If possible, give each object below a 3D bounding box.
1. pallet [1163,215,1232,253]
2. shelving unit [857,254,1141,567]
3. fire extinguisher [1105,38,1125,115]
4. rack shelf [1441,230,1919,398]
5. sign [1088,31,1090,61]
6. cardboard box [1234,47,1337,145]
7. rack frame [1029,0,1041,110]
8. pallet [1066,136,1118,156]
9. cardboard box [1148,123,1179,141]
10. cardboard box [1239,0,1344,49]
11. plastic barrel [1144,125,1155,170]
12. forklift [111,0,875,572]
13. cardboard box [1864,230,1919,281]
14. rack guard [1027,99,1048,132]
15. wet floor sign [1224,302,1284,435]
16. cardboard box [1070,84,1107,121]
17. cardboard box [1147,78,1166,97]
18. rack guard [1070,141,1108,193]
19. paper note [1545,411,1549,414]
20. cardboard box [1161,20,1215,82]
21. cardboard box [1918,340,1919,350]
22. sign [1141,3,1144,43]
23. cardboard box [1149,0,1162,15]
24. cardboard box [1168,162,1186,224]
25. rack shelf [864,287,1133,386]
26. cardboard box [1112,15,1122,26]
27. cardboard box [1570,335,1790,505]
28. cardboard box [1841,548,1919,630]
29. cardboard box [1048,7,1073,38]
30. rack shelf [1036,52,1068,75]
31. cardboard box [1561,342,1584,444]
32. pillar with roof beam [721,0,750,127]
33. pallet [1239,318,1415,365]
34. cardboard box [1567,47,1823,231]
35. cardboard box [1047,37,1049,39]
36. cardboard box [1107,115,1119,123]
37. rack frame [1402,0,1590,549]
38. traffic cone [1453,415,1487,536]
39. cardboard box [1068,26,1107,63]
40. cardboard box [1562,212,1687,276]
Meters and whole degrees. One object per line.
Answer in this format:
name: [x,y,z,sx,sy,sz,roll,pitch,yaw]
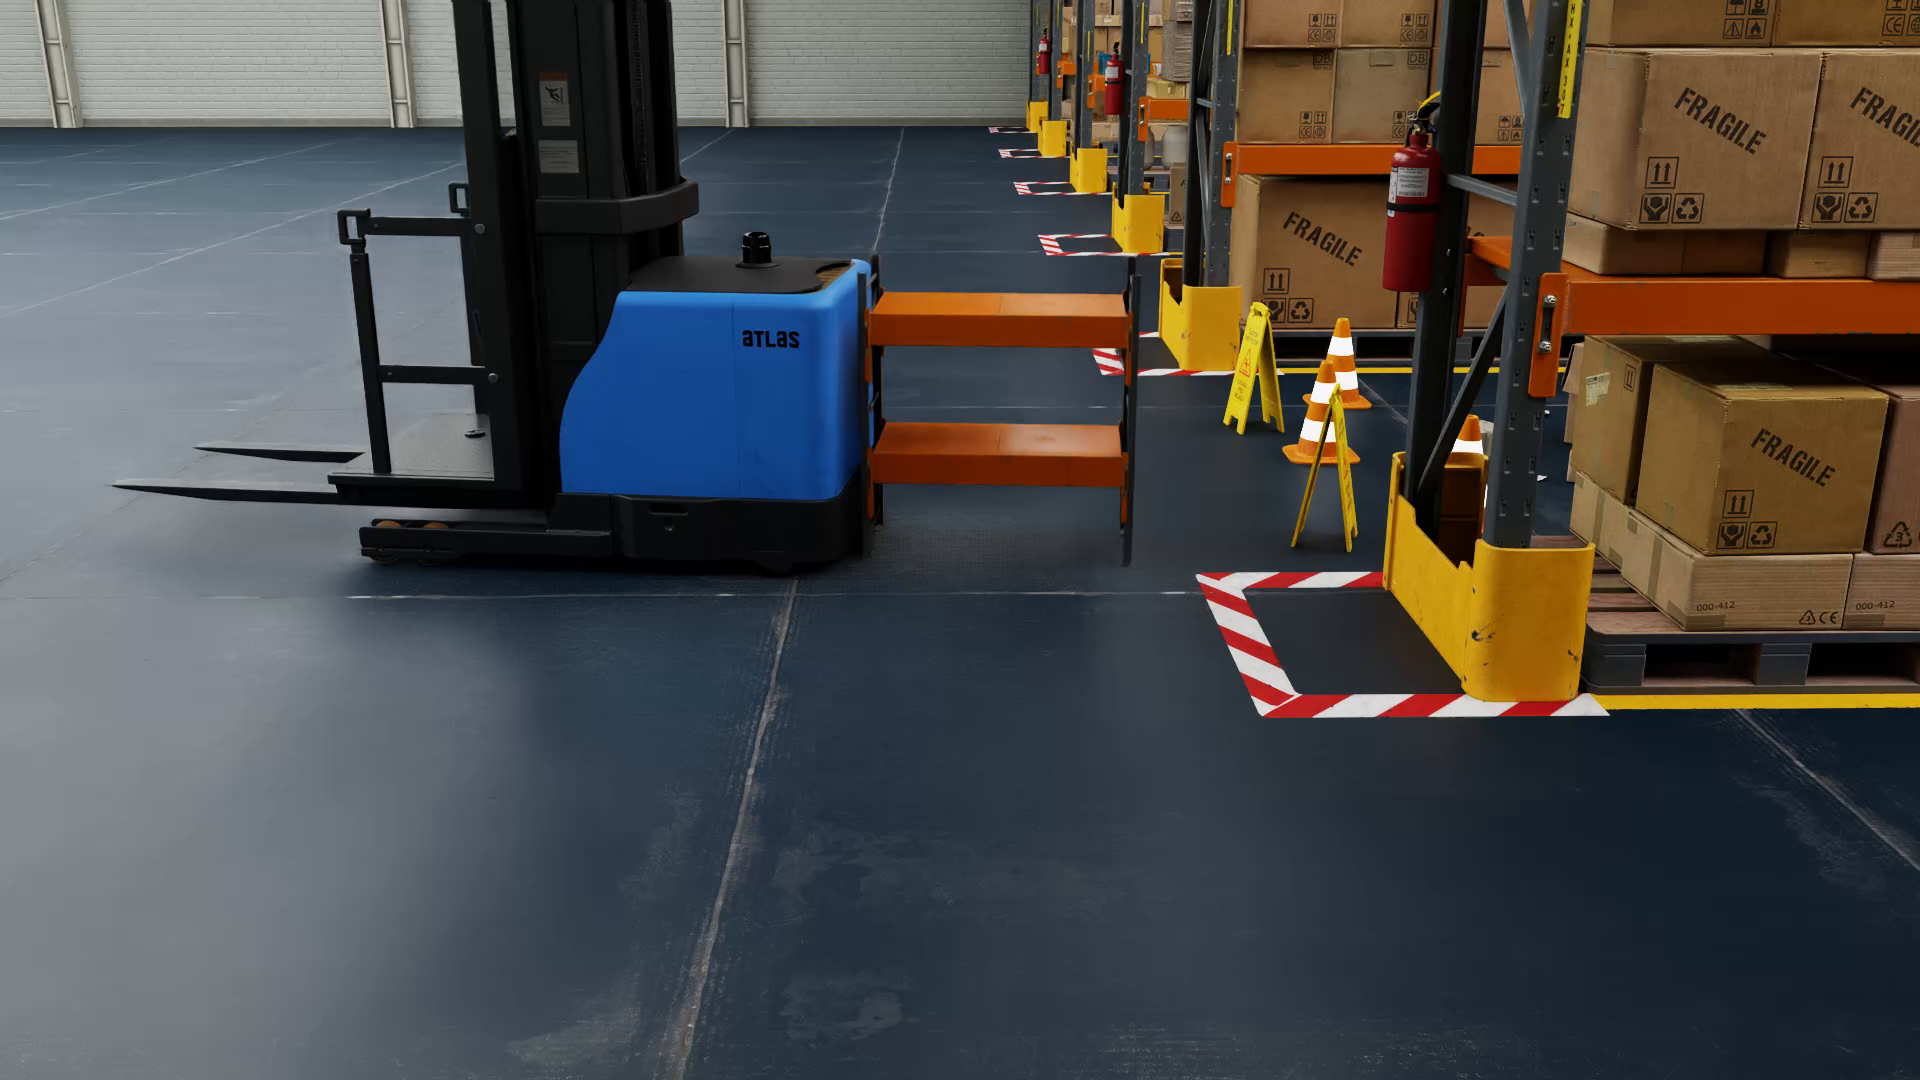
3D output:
pallet: [2.423,-2.793,15.128,1.213,0.211,1.003,0,18,-1]
shelving unit: [0.157,-0.519,6.544,1.048,1.125,0.538,1,18,3]
fire extinguisher: [1.412,-4.230,15.171,0.183,0.674,0.296,0,18,-1]
rack shelf: [3.690,-0.768,5.427,4.000,0.370,1.077,0,18,-1]
sign: [1.460,-5.604,18.872,0.005,0.325,0.100,0,18,-1]
cardboard box: [1.881,-2.699,10.025,0.550,0.550,0.875,0,18,-1]
rack frame: [1.299,-8.666,28.871,0.127,3.000,1.000,0,18,-1]
pallet: [2.145,-5.841,24.632,1.213,0.211,1.003,0,18,-1]
cardboard box: [2.921,-5.984,24.325,0.500,0.250,0.500,0,18,-1]
cardboard box: [1.883,-3.187,9.780,0.550,0.550,0.875,0,18,-1]
plastic barrel: [2.112,-4.682,19.837,0.421,0.512,0.421,0,18,0]
forklift: [-1.897,-1.452,6.494,3.031,2.935,1.130,2,18,7]
cardboard box: [2.806,-0.888,5.038,0.250,0.149,0.380,0,18,0]
rack guard: [1.375,-7.476,29.254,0.348,0.500,1.175,0,18,-1]
wet floor sign: [1.513,-0.886,8.473,0.232,0.644,0.267,-3,18,-10]
cardboard box: [1.913,-6.494,24.687,0.500,0.500,0.500,0,18,-1]
cardboard box: [1.815,-4.072,14.962,0.250,0.149,0.380,0,18,-1]
rack guard: [1.531,-4.464,19.866,0.348,0.500,1.175,0,18,-1]
paper note: [3.064,-0.686,8.859,0.142,0.017,0.144,6,19,18]
cardboard box: [2.084,-4.311,14.644,0.500,0.500,0.875,0,18,-1]
cardboard box: [3.368,-0.764,5.763,0.250,0.149,0.380,0,18,2]
sign: [1.542,-4.374,14.074,0.005,0.325,0.100,0,18,-1]
cardboard box: [2.931,-7.824,23.958,0.500,0.500,0.700,0,18,-1]
cardboard box: [2.158,-3.135,15.034,0.500,0.500,0.500,3,18,9]
rack shelf: [0.157,-0.798,6.454,1.000,0.278,0.538,1,18,3]
cardboard box: [2.290,-7.448,23.850,0.250,0.149,0.380,0,18,-1]
cardboard box: [2.487,-0.432,5.789,0.500,0.500,0.500,0,18,-1]
cardboard box: [3.012,0.089,5.393,0.500,0.250,0.500,0,18,1]
cardboard box: [1.781,-8.871,28.497,0.500,0.500,0.500,0,18,-1]
rack shelf: [3.299,-8.333,29.011,4.000,0.370,1.077,0,18,-1]
cardboard box: [3.407,-0.693,8.106,0.637,0.503,0.797,-15,23,-39]
pillar with roof beam: [-3.946,-10.446,24.599,0.400,9.000,9.100,0,18,-1]
pallet: [2.309,-1.312,10.511,1.213,0.211,1.003,0,18,-1]
cardboard box: [2.168,-1.207,4.970,0.500,0.500,0.500,-1,18,-2]
cardboard box: [1.764,-8.665,29.082,0.500,0.250,0.500,0,18,0]
cardboard box: [2.421,-6.338,24.201,0.500,0.500,0.500,0,18,-1]
rack frame: [1.690,-1.100,5.287,0.127,3.000,1.000,0,18,-1]
traffic cone: [2.100,-0.289,6.910,0.334,0.463,0.336,0,18,-1]
cardboard box: [1.848,-7.199,24.134,0.500,0.500,0.700,0,18,-1]
cardboard box: [2.033,-0.919,5.134,0.250,0.149,0.380,0,18,-1]
